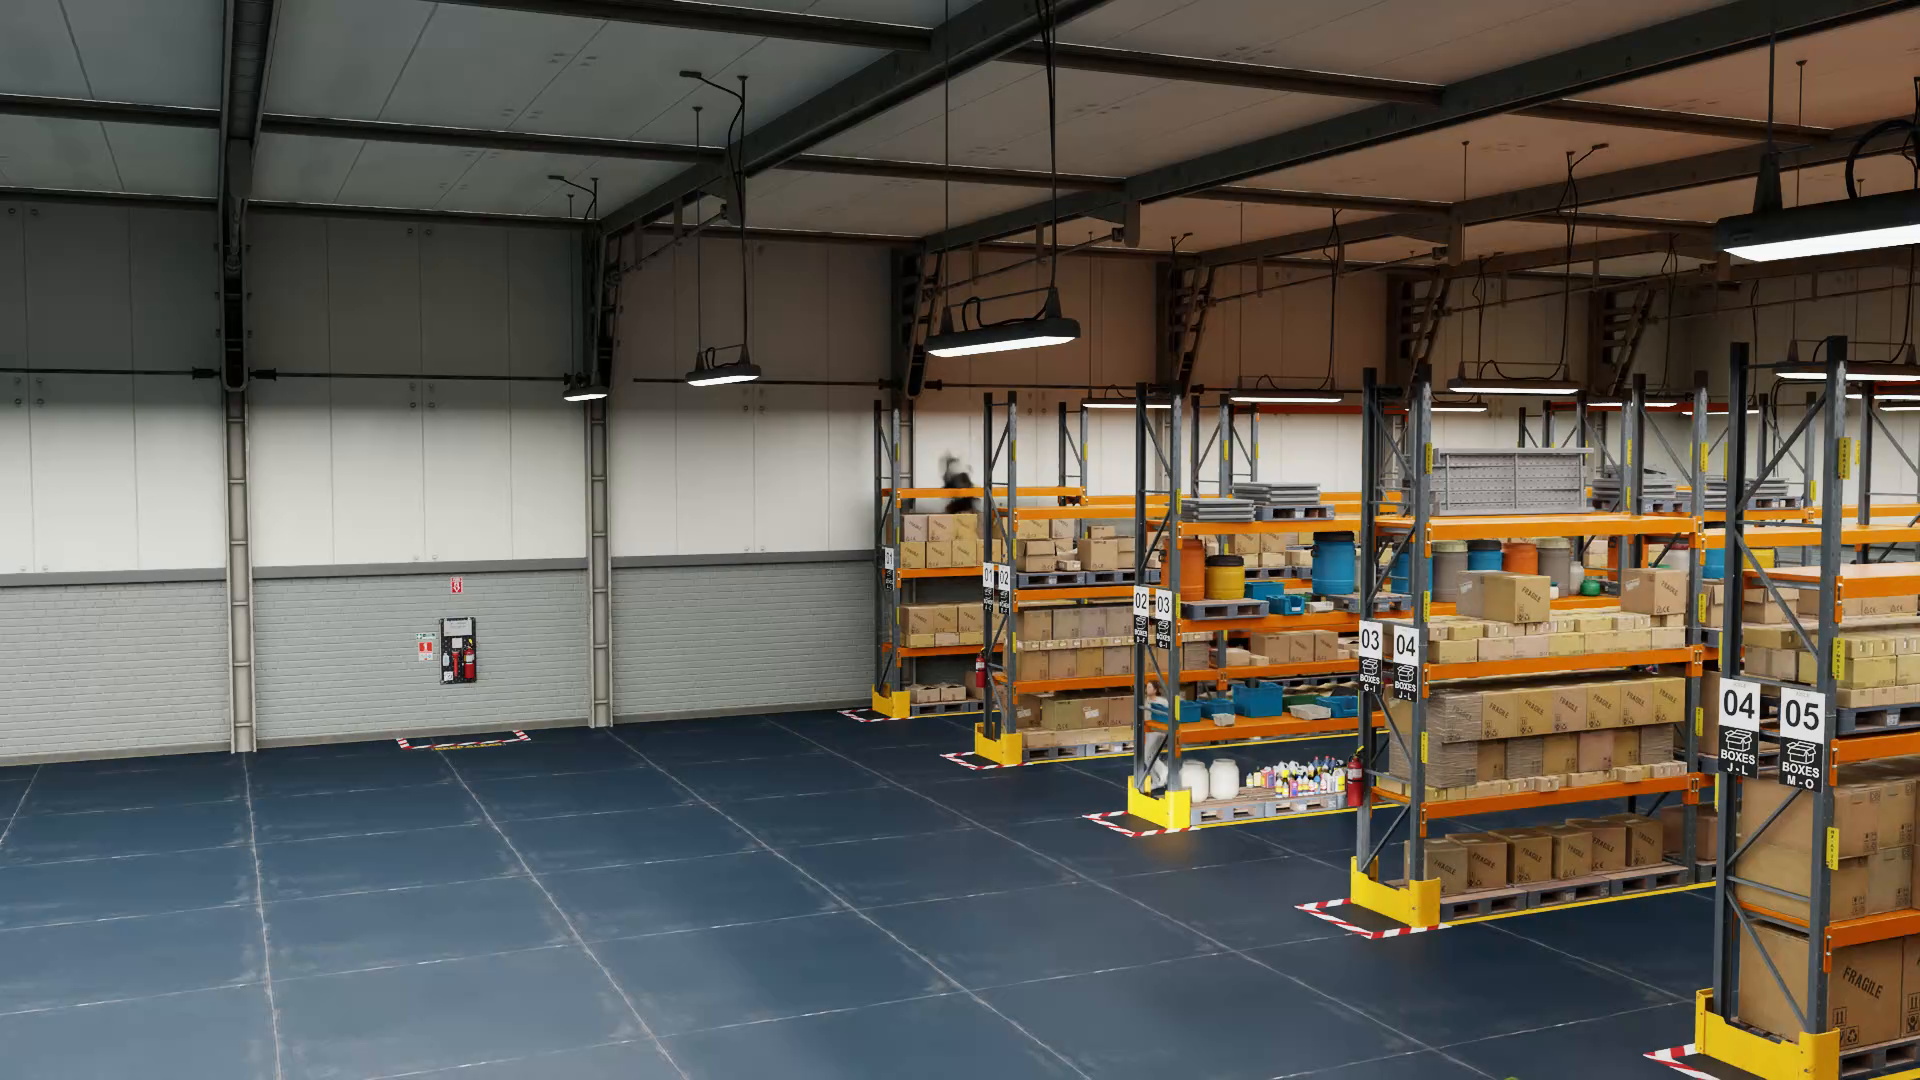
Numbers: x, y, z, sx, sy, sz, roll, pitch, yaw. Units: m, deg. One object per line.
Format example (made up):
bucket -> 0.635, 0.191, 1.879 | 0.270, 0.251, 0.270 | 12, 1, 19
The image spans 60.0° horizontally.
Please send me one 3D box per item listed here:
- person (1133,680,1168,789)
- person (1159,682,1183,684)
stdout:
person -> 2.850, 2.902, 24.774 | 0.558, 1.639, 0.589 | -2, 4, -36
person -> 3.900, 2.502, 30.577 | 0.968, 1.716, 0.662 | -2, 4, -30
